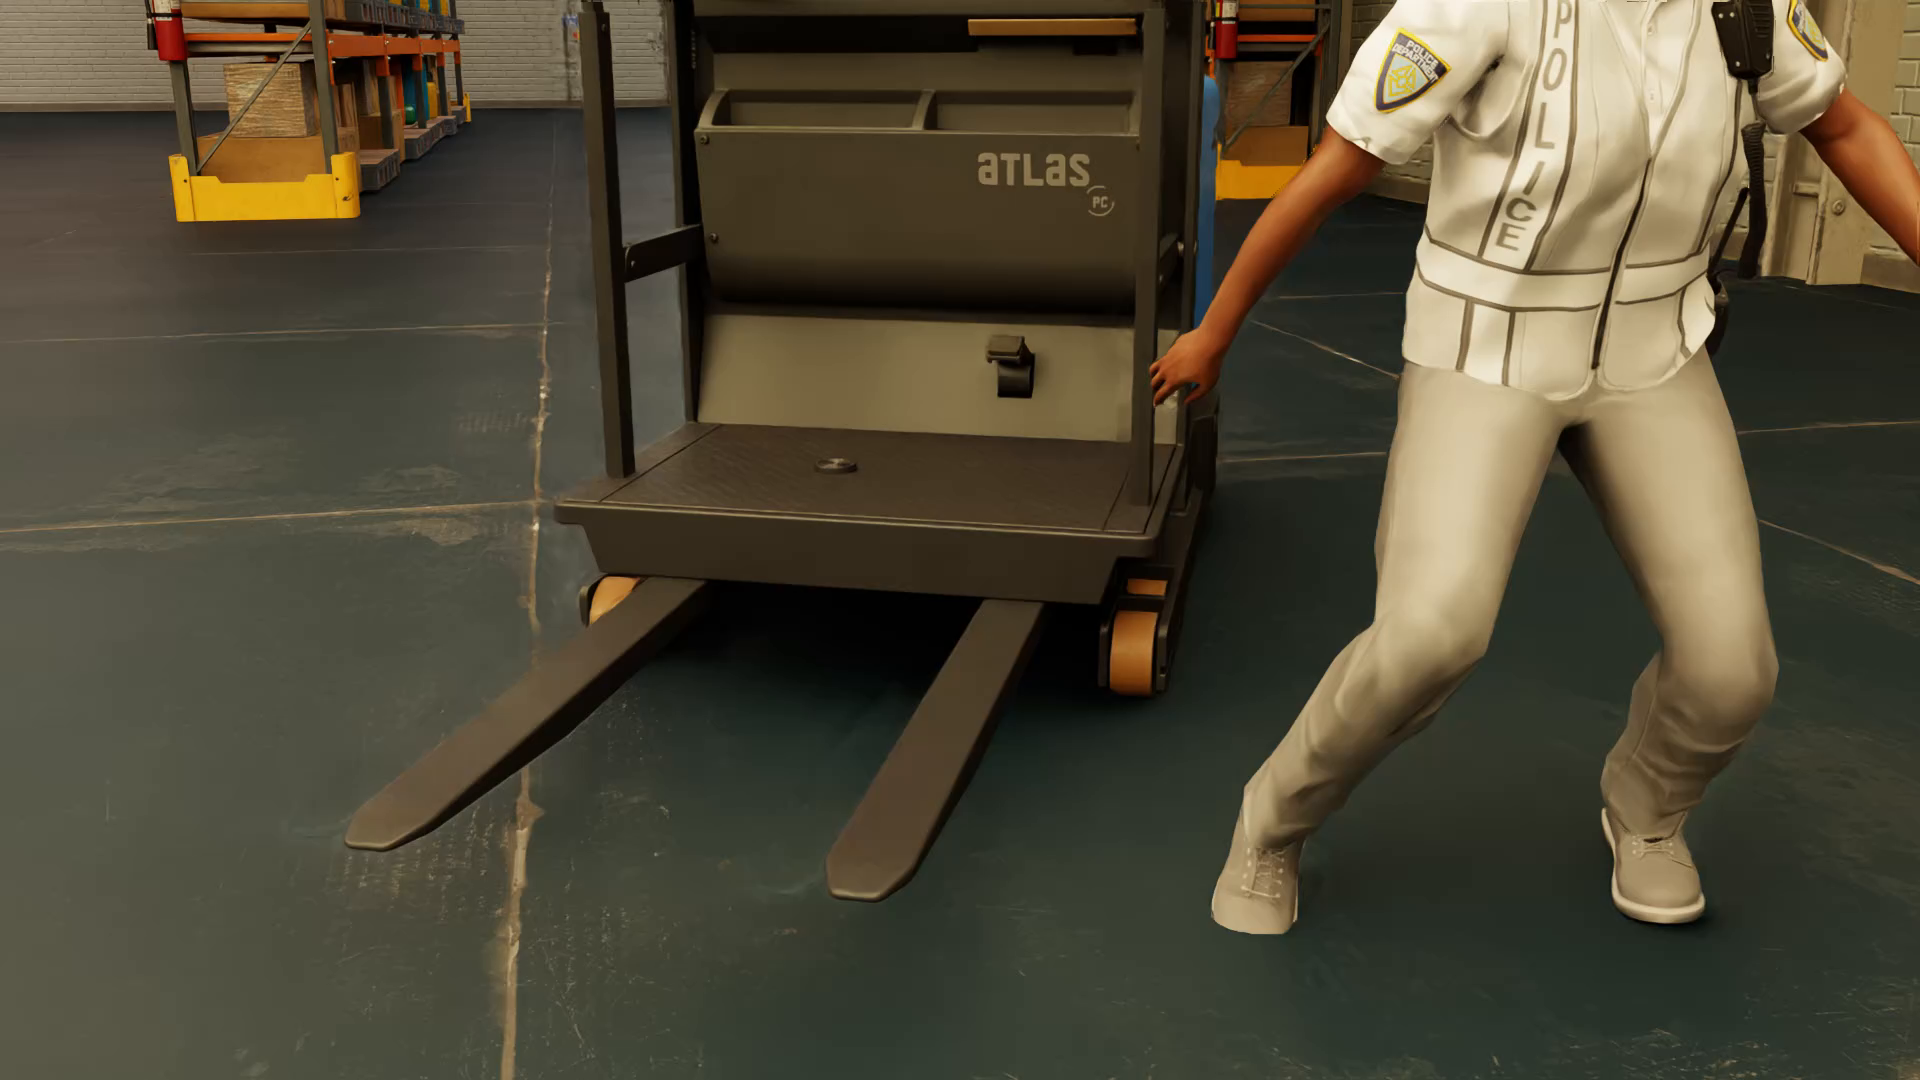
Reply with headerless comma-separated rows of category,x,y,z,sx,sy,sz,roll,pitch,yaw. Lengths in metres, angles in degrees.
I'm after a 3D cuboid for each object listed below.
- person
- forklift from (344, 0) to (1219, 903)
person,0.714,-0.167,2.068,0.884,1.586,0.515,-2,17,-6
forklift,-0.109,-1.229,3.004,1.130,2.935,3.031,3,17,11
